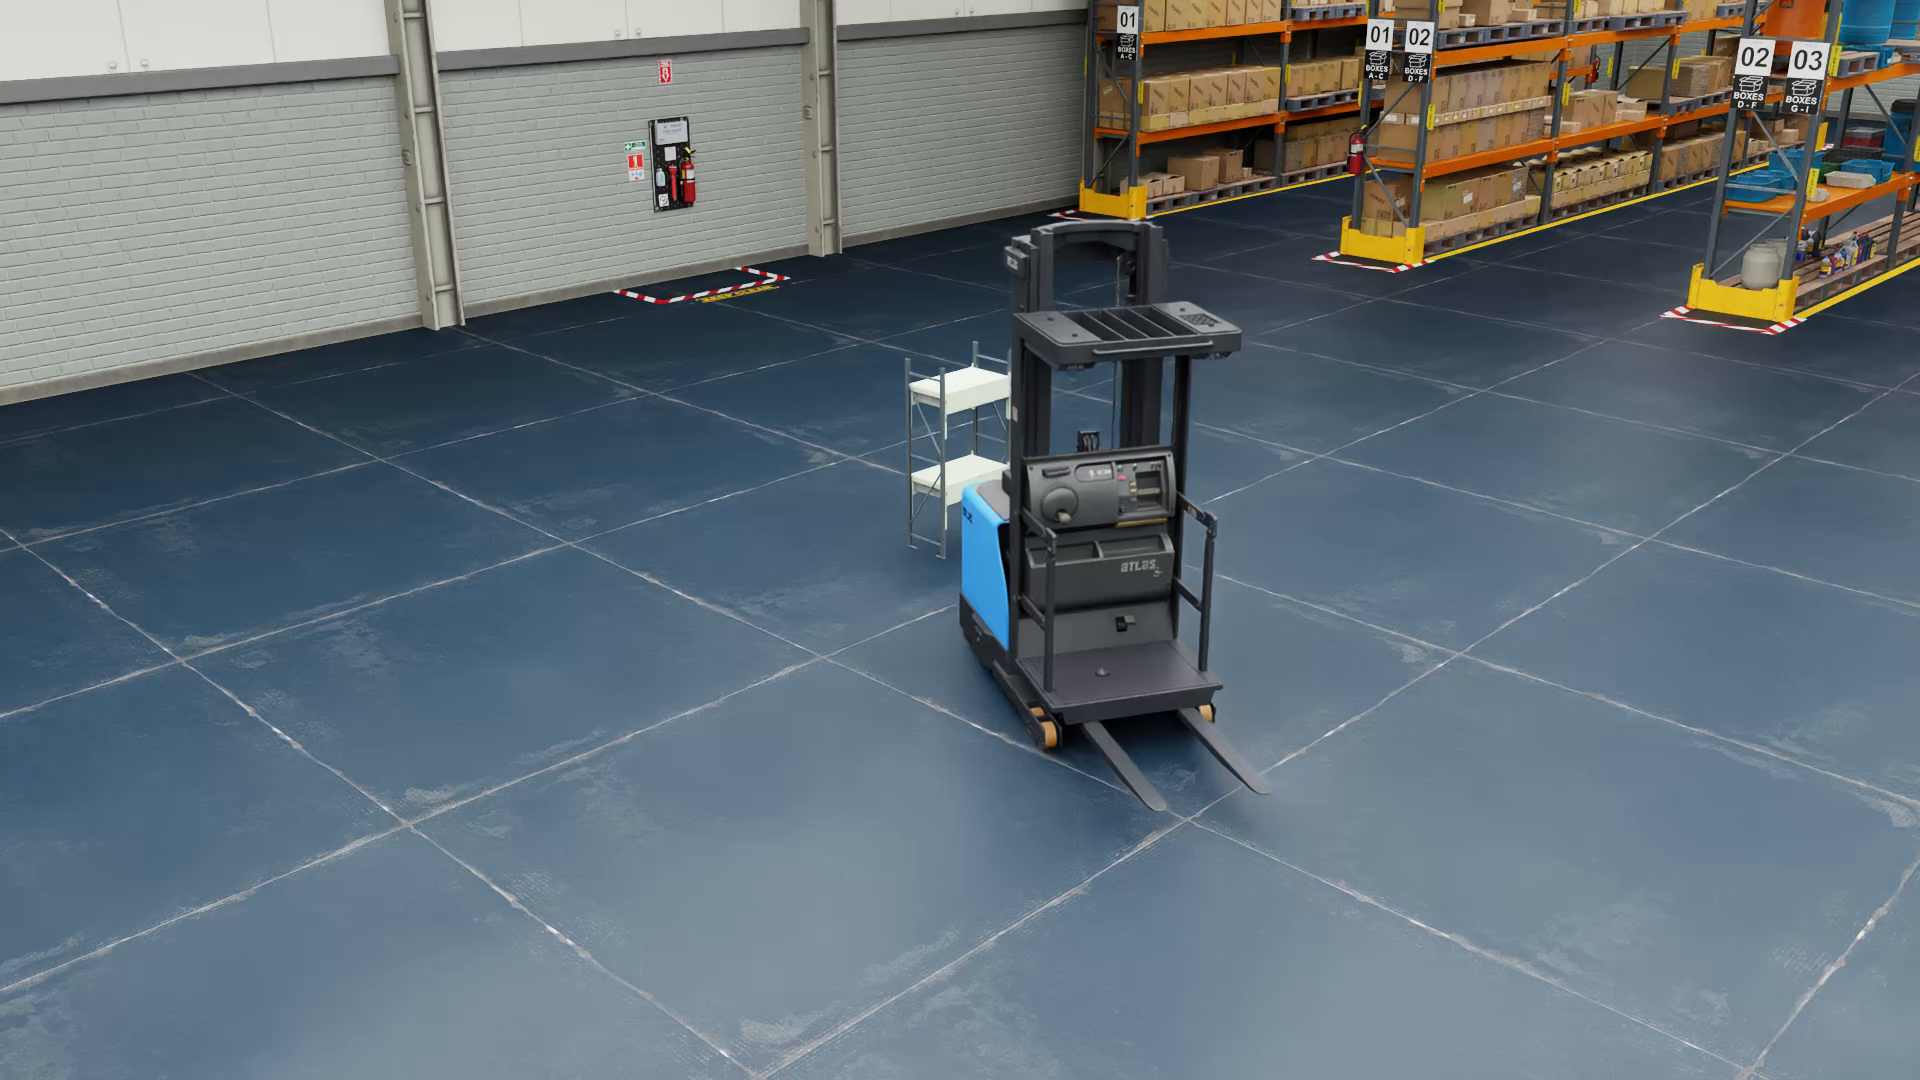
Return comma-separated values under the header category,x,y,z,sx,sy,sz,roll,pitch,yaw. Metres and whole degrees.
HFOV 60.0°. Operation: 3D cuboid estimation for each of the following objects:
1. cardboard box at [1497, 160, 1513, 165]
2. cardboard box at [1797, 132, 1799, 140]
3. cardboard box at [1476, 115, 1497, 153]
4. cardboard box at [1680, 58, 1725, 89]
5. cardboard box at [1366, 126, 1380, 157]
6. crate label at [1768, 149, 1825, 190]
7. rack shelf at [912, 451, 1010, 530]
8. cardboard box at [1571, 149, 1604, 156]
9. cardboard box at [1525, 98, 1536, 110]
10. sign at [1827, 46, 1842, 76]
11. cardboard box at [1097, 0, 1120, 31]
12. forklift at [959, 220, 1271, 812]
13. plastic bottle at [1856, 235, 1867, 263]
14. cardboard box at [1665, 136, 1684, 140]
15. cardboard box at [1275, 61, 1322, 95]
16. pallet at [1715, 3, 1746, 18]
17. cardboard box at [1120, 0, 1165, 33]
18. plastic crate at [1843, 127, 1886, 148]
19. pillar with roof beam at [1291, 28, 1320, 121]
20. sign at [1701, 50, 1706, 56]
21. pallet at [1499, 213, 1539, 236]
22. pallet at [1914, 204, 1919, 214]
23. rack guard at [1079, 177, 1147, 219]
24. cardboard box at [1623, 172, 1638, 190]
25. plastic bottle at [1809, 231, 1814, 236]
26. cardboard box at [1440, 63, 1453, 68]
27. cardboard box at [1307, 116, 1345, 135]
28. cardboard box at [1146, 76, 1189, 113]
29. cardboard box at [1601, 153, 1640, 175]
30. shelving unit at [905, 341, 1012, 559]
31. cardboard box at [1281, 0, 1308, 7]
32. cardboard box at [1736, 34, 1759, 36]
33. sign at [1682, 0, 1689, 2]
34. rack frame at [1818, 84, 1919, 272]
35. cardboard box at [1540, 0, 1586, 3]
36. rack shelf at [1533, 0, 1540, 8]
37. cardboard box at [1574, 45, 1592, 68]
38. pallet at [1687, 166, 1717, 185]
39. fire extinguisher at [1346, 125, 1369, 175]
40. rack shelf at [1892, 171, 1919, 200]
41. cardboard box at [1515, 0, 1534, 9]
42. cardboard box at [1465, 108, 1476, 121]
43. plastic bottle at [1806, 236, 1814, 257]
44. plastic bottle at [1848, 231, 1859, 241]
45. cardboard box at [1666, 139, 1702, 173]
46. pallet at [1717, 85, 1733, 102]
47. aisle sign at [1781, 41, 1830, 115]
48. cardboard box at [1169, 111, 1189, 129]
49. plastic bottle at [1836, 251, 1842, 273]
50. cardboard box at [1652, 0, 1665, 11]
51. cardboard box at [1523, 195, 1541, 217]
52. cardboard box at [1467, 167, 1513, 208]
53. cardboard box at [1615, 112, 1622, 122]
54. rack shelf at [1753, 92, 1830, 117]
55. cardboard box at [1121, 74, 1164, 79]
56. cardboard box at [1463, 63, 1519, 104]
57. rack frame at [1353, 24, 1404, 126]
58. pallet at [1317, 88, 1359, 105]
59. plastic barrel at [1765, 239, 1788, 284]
category,x,y,z,sx,sy,sz,roll,pitch,yaw
cardboard box,8.187,-5.640,25.770,0.500,0.500,0.500,19,28,41
cardboard box,16.556,-8.103,33.312,0.380,0.166,0.250,19,28,41
cardboard box,7.357,-5.953,24.241,0.500,0.500,0.700,-19,28,-40
cardboard box,13.390,-8.459,30.178,0.500,0.500,0.700,-15,26,-34
cardboard box,7.508,-7.526,31.346,0.500,0.500,0.700,-20,29,-41
crate label,10.581,-4.707,21.091,0.502,0.435,0.616,19,28,41
rack shelf,-0.005,-0.394,12.918,0.431,0.370,0.720,19,28,41
cardboard box,10.589,-6.423,28.070,0.500,0.311,0.500,18,28,39
cardboard box,8.344,-6.514,24.797,0.380,0.149,0.250,18,28,39
sign,9.882,-5.415,18.789,0.100,0.325,0.005,19,28,41
cardboard box,2.502,-8.256,26.026,0.500,0.500,0.500,-18,27,-38
forklift,0.911,-0.287,9.737,1.130,2.935,3.031,-6,22,-16
plastic bottle,11.904,-3.860,22.015,0.144,0.351,0.185,18,27,38
cardboard box,12.732,-7.054,30.117,0.500,0.500,0.500,18,27,39
cardboard box,5.957,-8.174,29.407,0.500,0.500,0.700,-17,27,-37
pallet,13.089,-9.370,29.353,1.213,0.211,1.003,19,28,41
cardboard box,2.805,-8.109,25.642,0.500,0.500,0.500,-19,28,-41
plastic crate,12.400,-5.409,22.877,0.402,0.464,0.583,19,28,41
pillar with roof beam,9.531,-10.291,27.306,9.100,9.000,0.400,19,28,41
sign,13.921,-9.013,31.136,0.100,0.325,0.005,19,28,41
pallet,8.150,-4.923,25.589,1.003,0.211,1.213,19,28,41
pallet,15.592,-5.118,26.095,1.003,0.211,1.213,19,28,41
rack guard,2.445,-5.482,26.641,1.175,0.500,0.348,19,28,41
cardboard box,10.976,-6.030,27.829,0.500,0.250,0.500,19,28,40
plastic bottle,11.539,-4.050,22.613,0.135,0.276,0.152,-19,28,-40
cardboard box,9.214,-9.201,32.250,0.500,0.500,0.500,19,28,40
cardboard box,6.710,-7.612,30.523,0.500,0.250,0.500,19,28,40
cardboard box,3.293,-7.091,26.478,0.500,0.500,0.500,19,28,41
cardboard box,10.978,-6.290,27.723,0.500,0.311,0.500,19,28,40
shelving unit,-0.005,-0.698,12.801,0.431,1.500,0.755,19,28,41
cardboard box,5.621,-9.421,28.499,0.500,0.500,0.500,-15,26,-35
cardboard box,15.190,-9.445,31.934,0.500,0.500,0.500,20,28,41
sign,11.917,-8.984,27.256,0.100,0.325,0.005,19,28,41
rack frame,12.281,-5.178,22.365,1.000,3.000,0.127,19,28,41
cardboard box,9.193,-8.444,25.259,0.500,0.500,0.500,20,29,41
rack shelf,12.159,-11.292,35.095,1.077,0.370,4.000,19,28,41
cardboard box,13.205,-10.749,36.440,0.700,0.700,0.980,-19,28,-40
pallet,12.924,-6.640,30.055,1.003,0.211,1.213,19,28,41
fire extinguisher,5.529,-5.440,23.155,0.296,0.674,0.183,19,28,41
rack shelf,13.676,-5.356,23.832,1.077,0.370,4.000,19,28,41
cardboard box,8.194,-8.063,24.772,0.500,0.500,0.500,-17,27,-38
cardboard box,7.091,-6.053,23.597,0.380,0.149,0.250,18,27,39
plastic bottle,11.406,-3.939,22.331,0.097,0.271,0.097,0,21,0
plastic bottle,11.935,-3.945,22.237,0.144,0.351,0.185,19,28,41
cardboard box,12.762,-6.795,29.442,0.500,0.500,0.500,19,28,40
pallet,13.680,-8.207,30.515,1.003,0.211,1.213,19,28,41
aisle sign,9.650,-5.271,18.985,0.394,0.787,0.004,19,28,41
cardboard box,3.312,-6.752,26.641,0.500,0.250,0.500,18,28,39
plastic bottle,11.288,-3.583,21.406,0.097,0.271,0.097,0,21,0
cardboard box,11.249,-8.842,27.342,0.500,0.250,0.500,17,27,37
cardboard box,8.568,-5.157,25.559,0.500,0.250,0.500,19,28,41
cardboard box,7.864,-5.252,24.761,0.500,0.500,0.500,19,28,41
cardboard box,10.676,-6.988,27.424,0.250,0.149,0.380,-18,27,-38
rack shelf,15.711,-8.653,32.410,1.077,0.370,4.000,19,28,41
cardboard box,2.927,-7.220,26.814,0.500,0.500,0.500,-20,29,-41
cardboard box,7.728,-6.696,24.368,0.700,0.500,0.500,19,28,41
rack frame,7.973,-8.686,31.492,1.000,3.000,0.127,19,28,41
pallet,6.622,-8.077,30.175,1.003,0.211,1.213,19,28,41
plastic barrel,10.245,-3.502,20.886,0.421,0.512,0.421,0,21,0
